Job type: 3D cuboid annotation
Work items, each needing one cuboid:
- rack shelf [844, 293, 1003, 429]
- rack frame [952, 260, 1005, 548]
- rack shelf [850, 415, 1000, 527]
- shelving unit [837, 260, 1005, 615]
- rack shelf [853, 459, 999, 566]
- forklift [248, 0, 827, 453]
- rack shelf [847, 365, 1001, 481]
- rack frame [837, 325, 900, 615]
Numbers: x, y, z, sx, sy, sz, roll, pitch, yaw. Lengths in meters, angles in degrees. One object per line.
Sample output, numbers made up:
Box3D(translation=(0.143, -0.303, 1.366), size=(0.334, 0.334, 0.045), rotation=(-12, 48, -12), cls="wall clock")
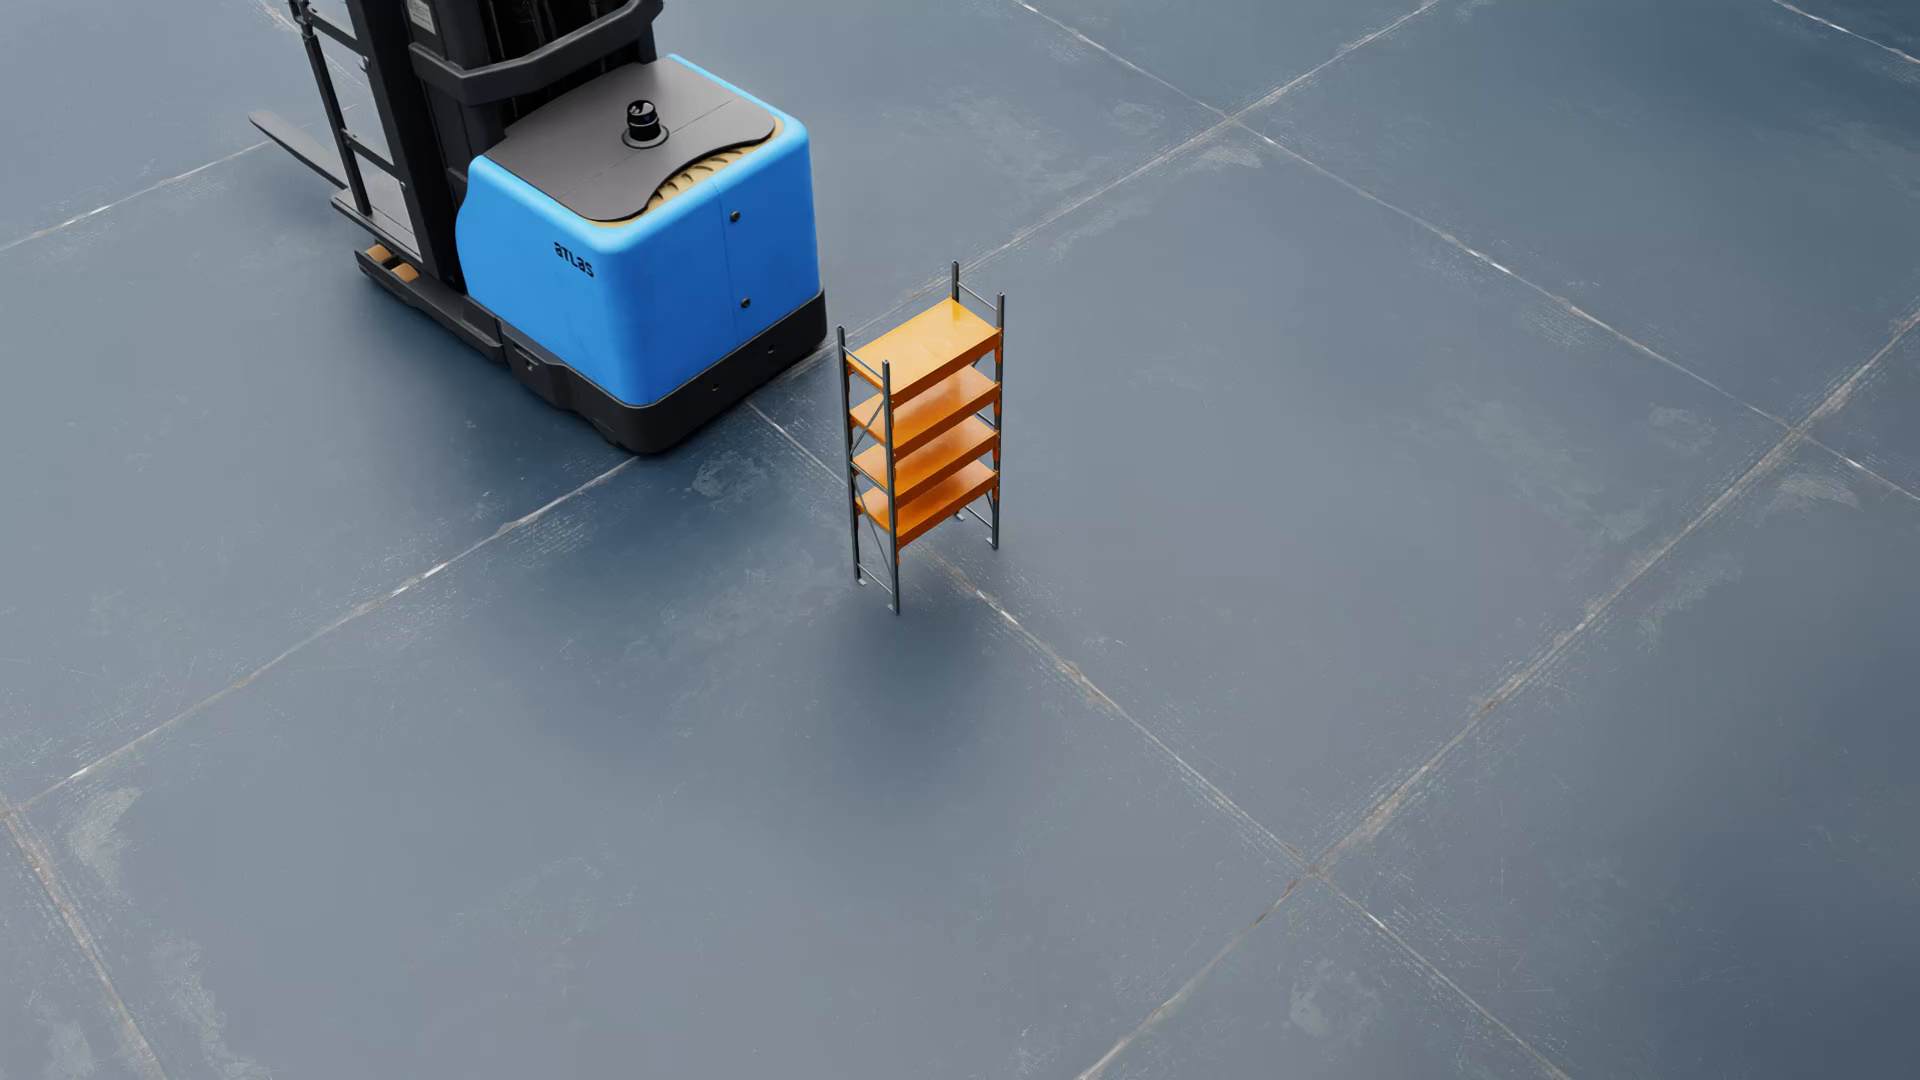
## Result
Box3D(translation=(-0.122, -0.592, 5.445), size=(0.480, 0.148, 0.258), rotation=(-34, 56, -27), cls="rack shelf")
Box3D(translation=(0.058, -0.446, 5.845), size=(0.015, 1.200, 0.240), rotation=(-34, 56, -27), cls="rack frame")
Box3D(translation=(-0.122, -0.279, 5.783), size=(0.480, 0.148, 0.258), rotation=(-34, 56, -27), cls="rack shelf")
Box3D(translation=(-0.122, -0.325, 5.734), size=(0.503, 1.200, 0.258), rotation=(-34, 56, -27), cls="shelving unit")
Box3D(translation=(-0.122, -0.145, 5.929), size=(0.480, 0.148, 0.258), rotation=(-34, 56, -27), cls="rack shelf")
Box3D(translation=(-1.988, -2.278, 6.358), size=(3.031, 2.935, 1.130), rotation=(33, 56, 27), cls="forklift")
Box3D(translation=(-0.122, -0.431, 5.619), size=(0.480, 0.148, 0.258), rotation=(-34, 56, -27), cls="rack shelf")
Box3D(translation=(-0.303, -0.204, 5.622), size=(0.015, 1.200, 0.240), rotation=(-34, 56, -27), cls="rack frame")
